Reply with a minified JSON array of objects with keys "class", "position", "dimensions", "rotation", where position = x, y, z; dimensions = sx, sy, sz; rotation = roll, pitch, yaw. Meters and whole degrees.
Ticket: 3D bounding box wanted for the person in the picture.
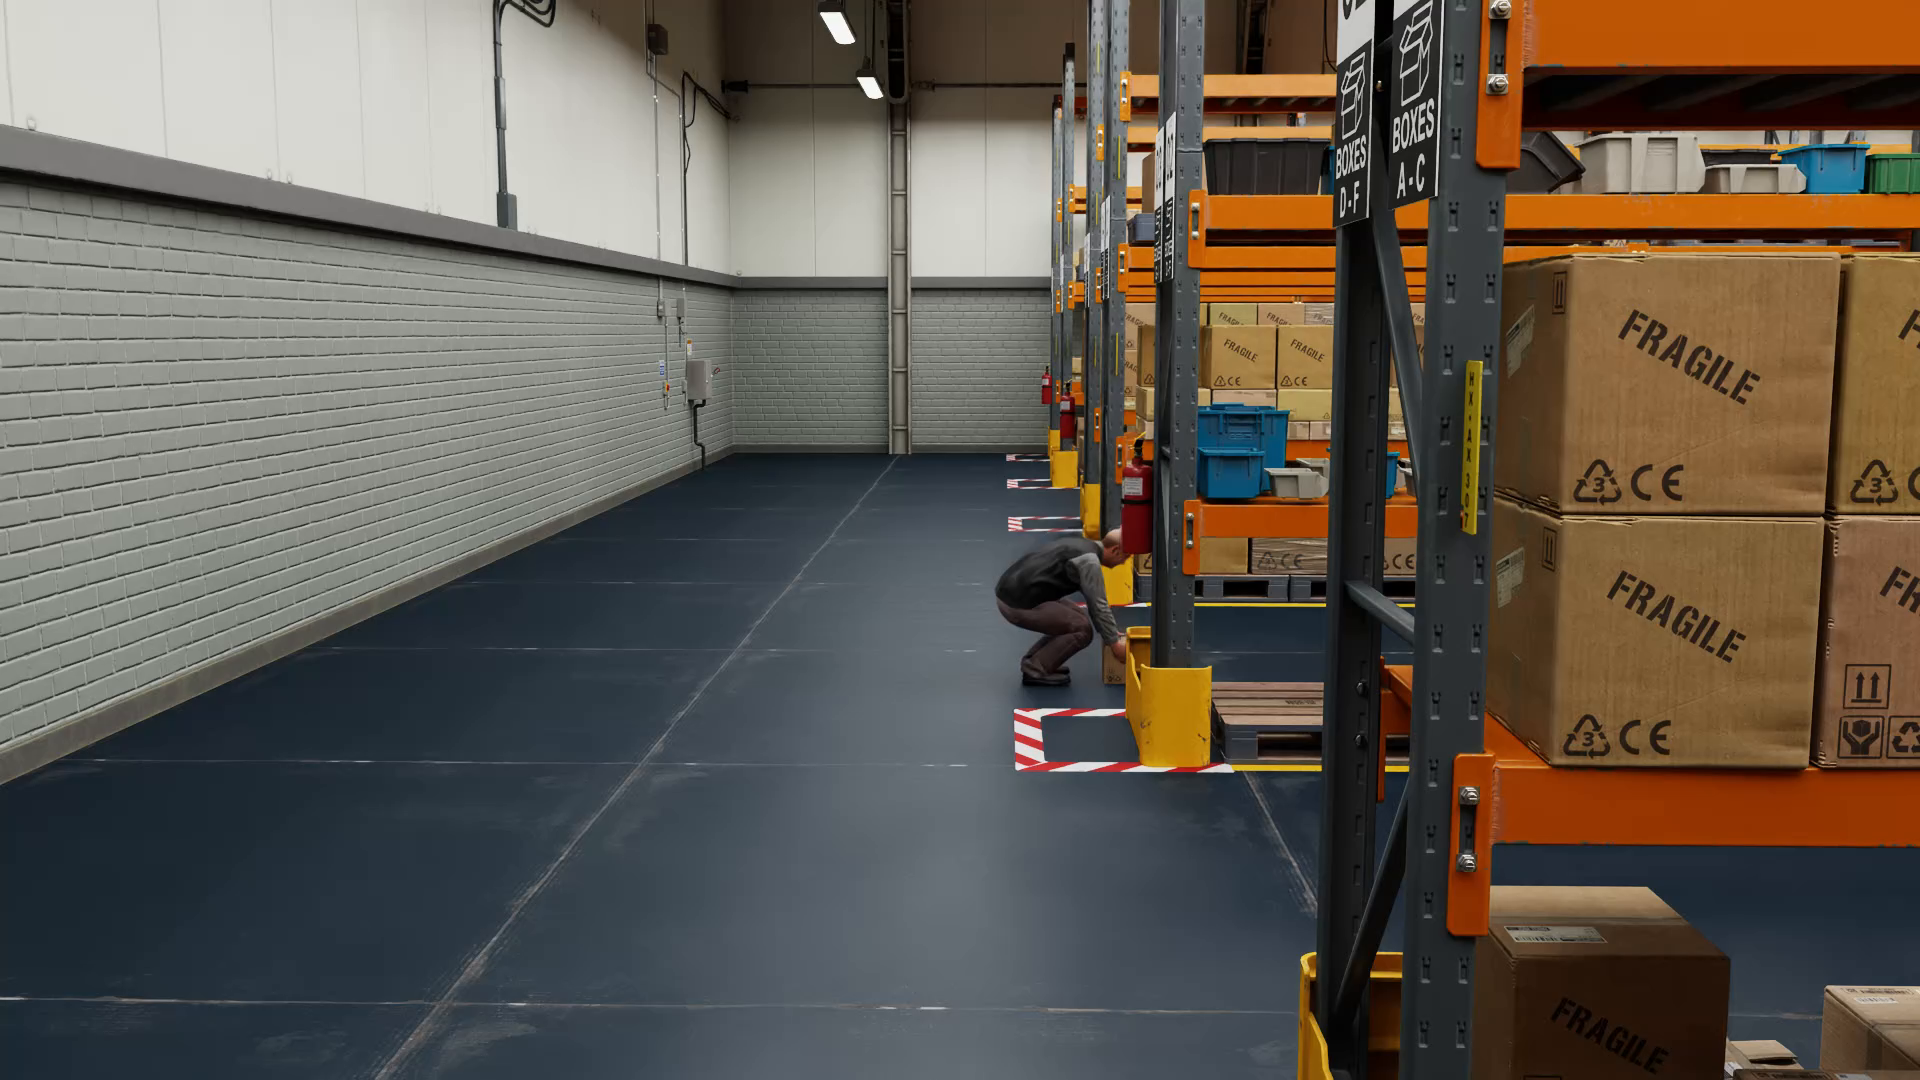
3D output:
[{"class":"person","position":[0.651,0.402,10.312],"dimensions":[0.869,0.942,0.544],"rotation":[0,7,1]}]
